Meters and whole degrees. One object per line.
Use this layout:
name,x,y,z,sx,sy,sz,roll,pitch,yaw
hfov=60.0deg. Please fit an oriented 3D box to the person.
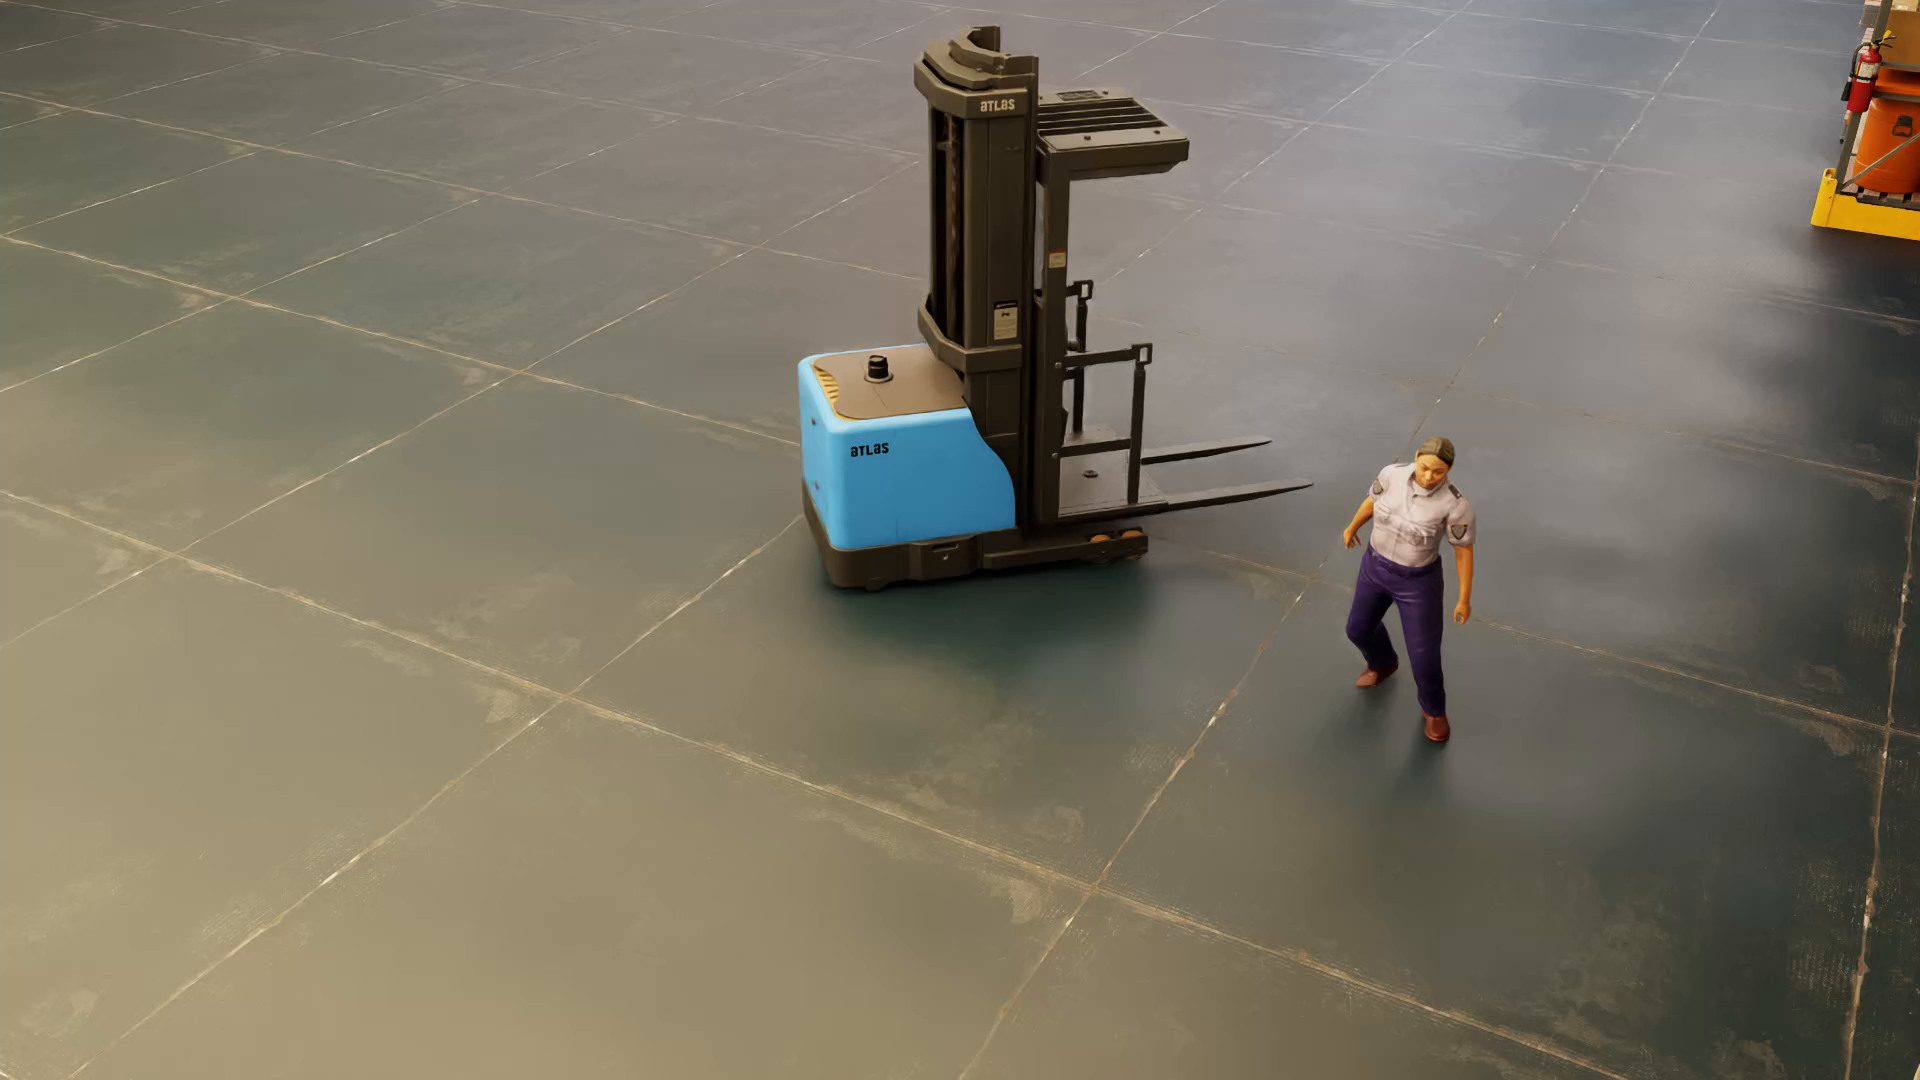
person,2.210,0.157,8.200,0.484,1.624,0.823,-23,37,-34

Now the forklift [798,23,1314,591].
forklift,0.614,-1.379,9.461,3.031,2.935,1.130,-8,31,-13
